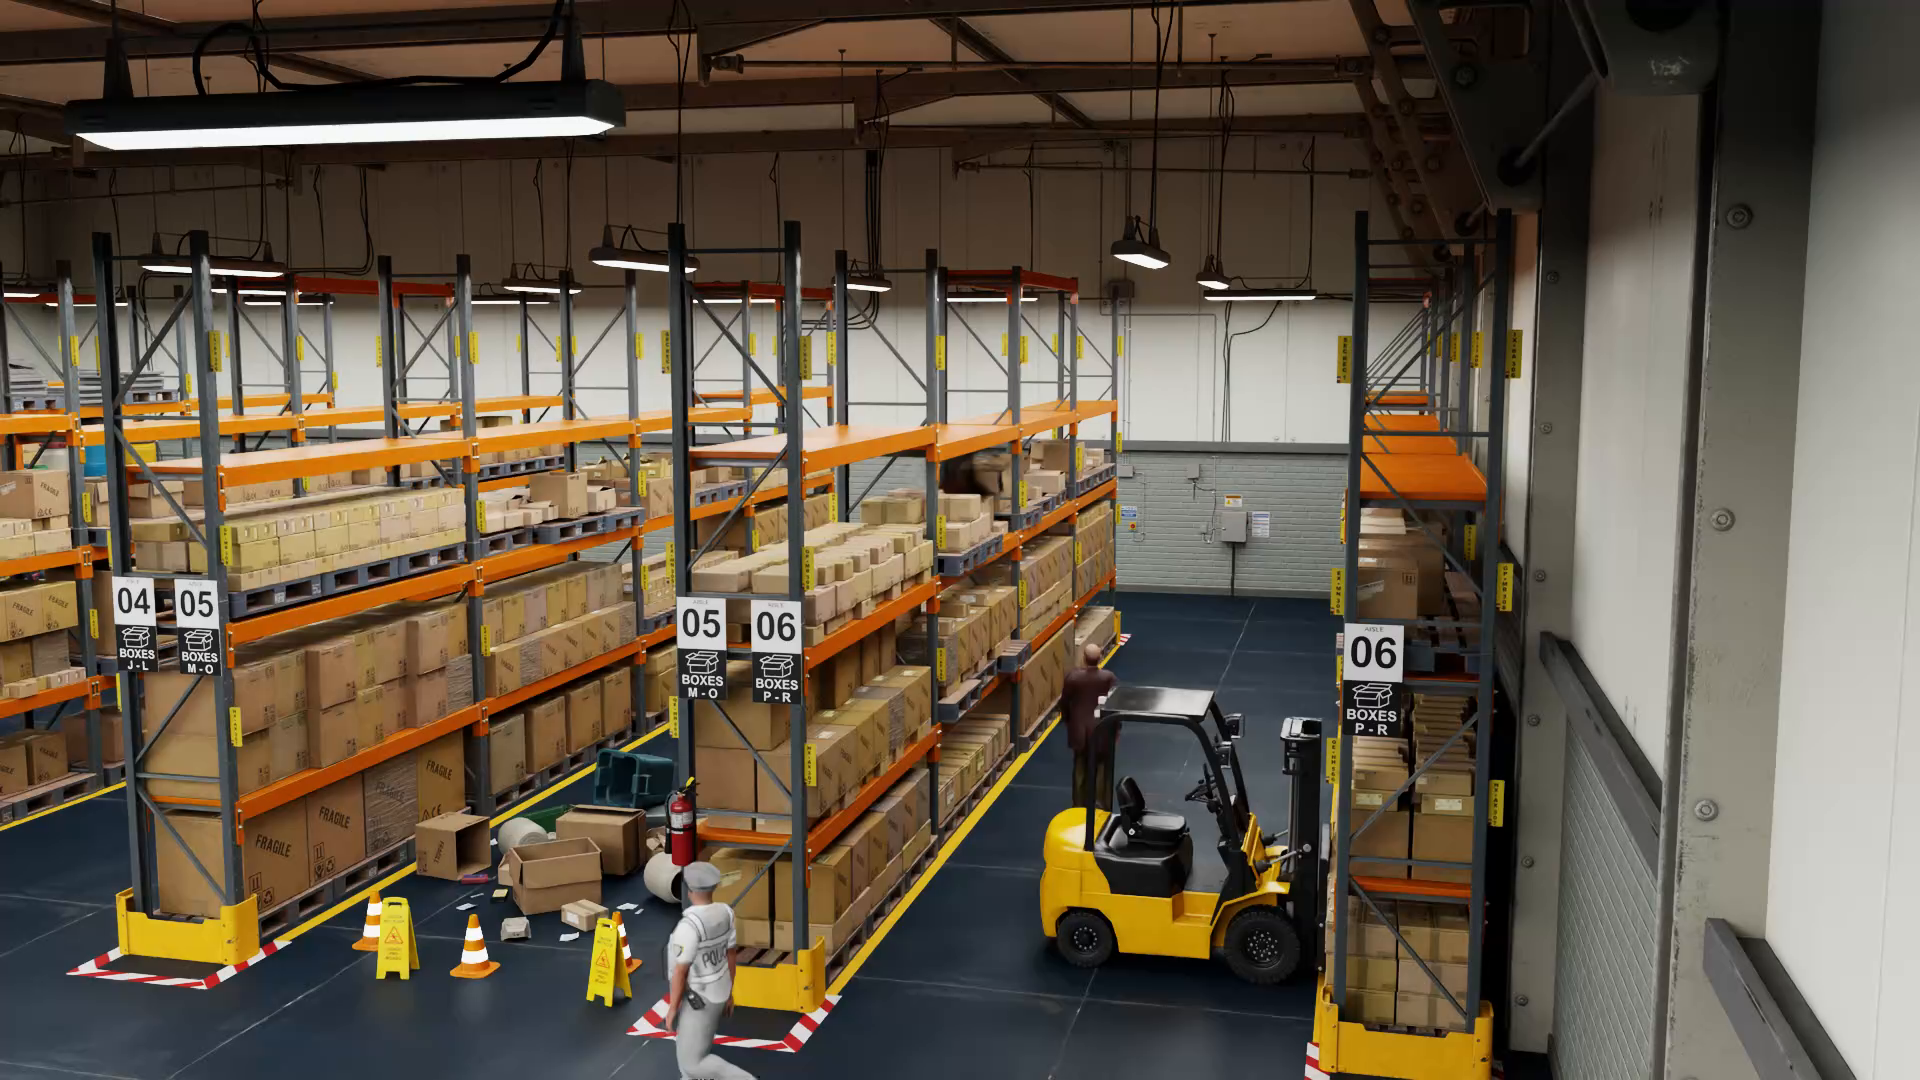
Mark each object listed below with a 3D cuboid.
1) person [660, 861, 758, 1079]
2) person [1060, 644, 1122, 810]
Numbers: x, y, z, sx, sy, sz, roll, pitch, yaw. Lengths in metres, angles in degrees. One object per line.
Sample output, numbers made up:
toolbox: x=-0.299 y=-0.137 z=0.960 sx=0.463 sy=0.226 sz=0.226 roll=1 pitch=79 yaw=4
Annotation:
person: x=-1.646 y=2.967 z=10.843 sx=0.752 sy=1.762 sz=0.499 roll=0 pitch=7 yaw=-2
person: x=1.335 y=1.977 z=17.051 sx=0.657 sy=1.864 sz=0.583 roll=2 pitch=7 yaw=13
